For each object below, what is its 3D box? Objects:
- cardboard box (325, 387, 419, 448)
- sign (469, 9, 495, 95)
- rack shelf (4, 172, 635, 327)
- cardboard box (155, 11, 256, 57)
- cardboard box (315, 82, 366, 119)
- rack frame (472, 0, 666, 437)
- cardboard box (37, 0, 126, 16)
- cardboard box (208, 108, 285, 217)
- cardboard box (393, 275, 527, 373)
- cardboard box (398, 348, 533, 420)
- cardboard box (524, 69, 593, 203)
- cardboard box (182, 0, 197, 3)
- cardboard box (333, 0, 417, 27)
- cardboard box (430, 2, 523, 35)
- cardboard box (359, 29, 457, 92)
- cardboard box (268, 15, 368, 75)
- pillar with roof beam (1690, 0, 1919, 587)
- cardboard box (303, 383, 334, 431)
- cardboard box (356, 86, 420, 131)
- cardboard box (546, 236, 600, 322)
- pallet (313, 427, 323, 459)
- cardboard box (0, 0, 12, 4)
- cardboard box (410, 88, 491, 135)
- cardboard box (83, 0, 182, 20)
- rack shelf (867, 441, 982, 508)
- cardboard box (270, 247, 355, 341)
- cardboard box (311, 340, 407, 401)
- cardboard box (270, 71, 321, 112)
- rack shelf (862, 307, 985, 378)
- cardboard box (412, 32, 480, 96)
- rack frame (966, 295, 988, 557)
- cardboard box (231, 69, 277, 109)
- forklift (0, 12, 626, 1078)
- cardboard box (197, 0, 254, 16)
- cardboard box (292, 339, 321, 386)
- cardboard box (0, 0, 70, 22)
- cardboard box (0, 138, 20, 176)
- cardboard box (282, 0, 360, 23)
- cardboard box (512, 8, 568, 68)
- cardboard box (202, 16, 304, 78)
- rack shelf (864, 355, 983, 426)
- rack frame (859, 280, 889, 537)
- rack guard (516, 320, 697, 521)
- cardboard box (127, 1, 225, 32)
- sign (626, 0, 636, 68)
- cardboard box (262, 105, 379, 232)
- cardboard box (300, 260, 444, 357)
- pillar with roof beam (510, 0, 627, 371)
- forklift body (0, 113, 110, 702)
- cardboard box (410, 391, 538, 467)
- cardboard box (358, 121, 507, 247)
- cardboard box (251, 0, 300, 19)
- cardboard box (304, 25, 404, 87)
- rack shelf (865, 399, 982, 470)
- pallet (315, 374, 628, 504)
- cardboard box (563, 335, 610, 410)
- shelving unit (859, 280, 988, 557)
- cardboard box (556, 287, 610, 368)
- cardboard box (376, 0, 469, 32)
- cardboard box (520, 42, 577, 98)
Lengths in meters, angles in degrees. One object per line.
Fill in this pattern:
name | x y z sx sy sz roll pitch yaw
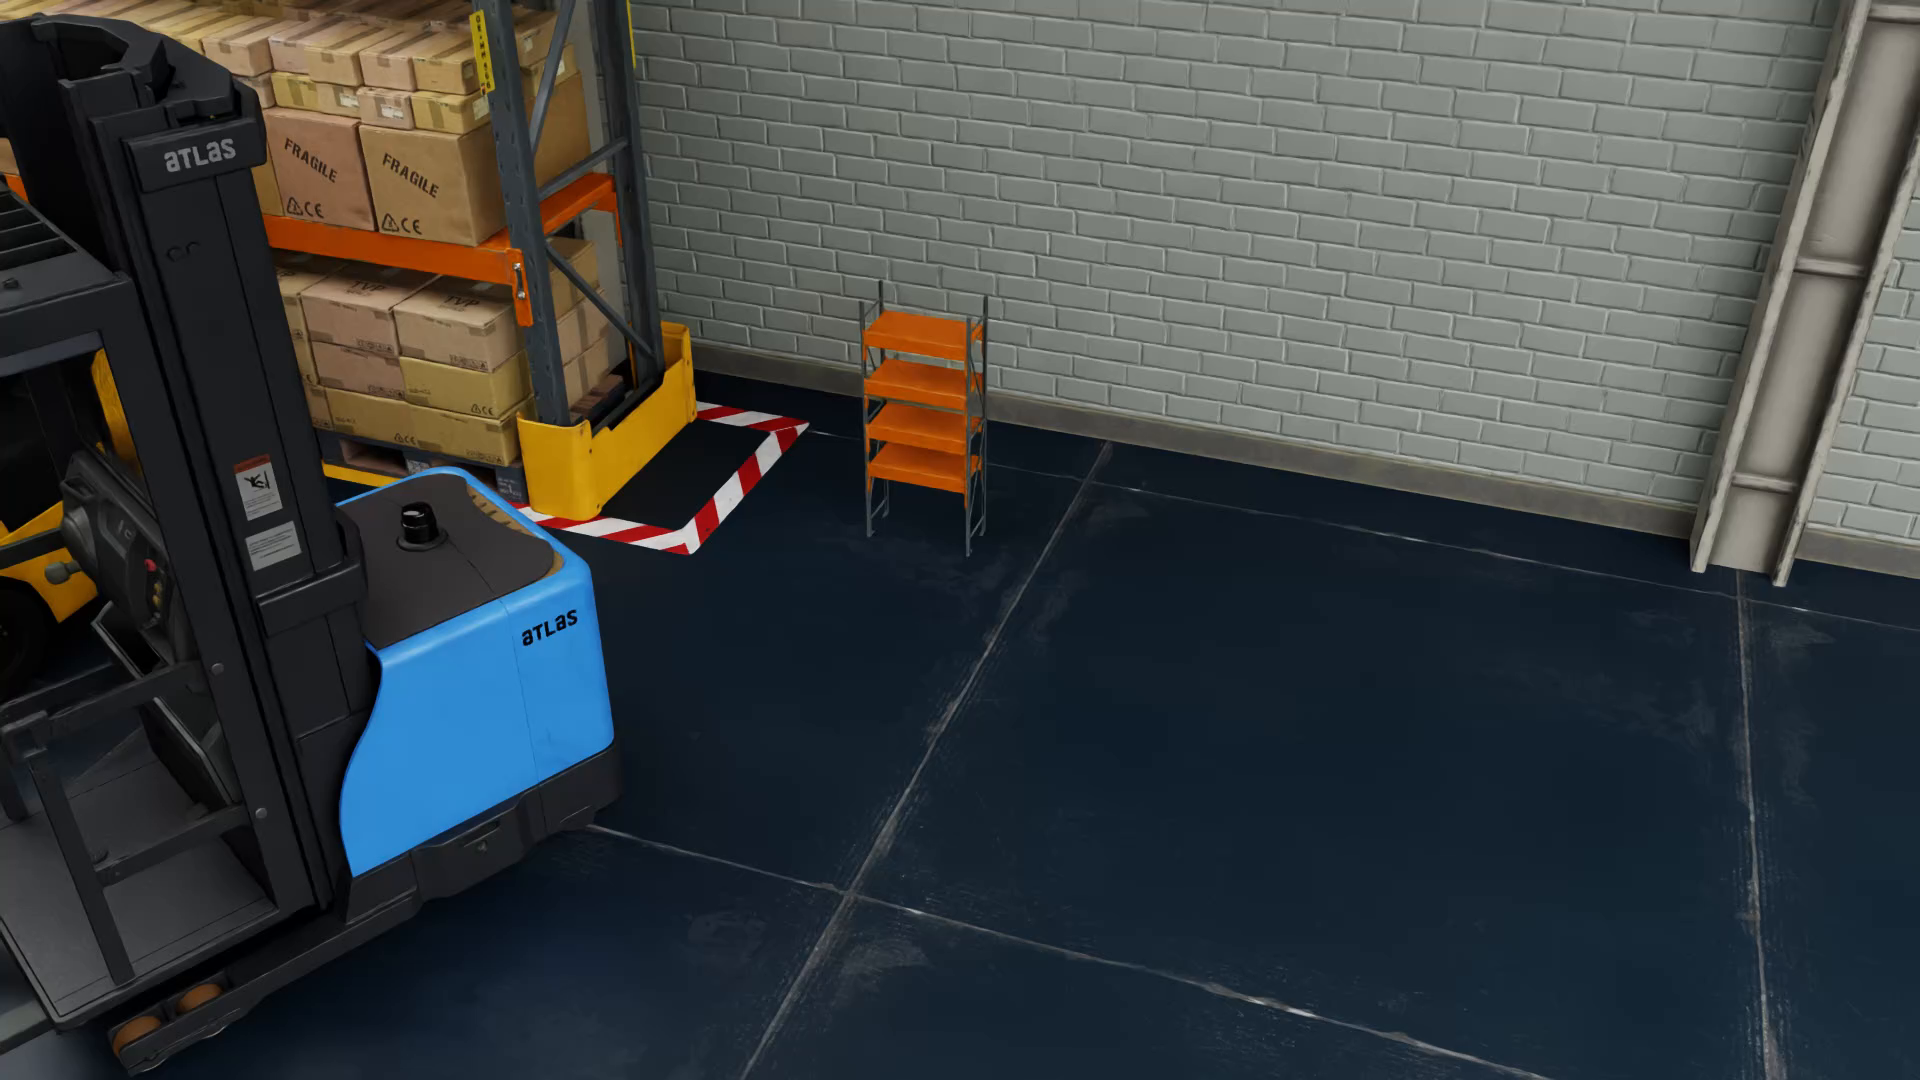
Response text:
cardboard box | -2.761 -0.716 8.241 0.500 0.250 0.500 11 34 16
sign | -1.944 -1.985 6.774 0.005 0.325 0.100 11 34 16
rack shelf | -3.630 -1.738 8.339 4.000 0.370 1.077 11 34 16
cardboard box | -3.391 -2.254 7.511 0.250 0.149 0.380 12 35 17
cardboard box | -2.643 -2.019 7.422 0.250 0.149 0.380 12 35 17
rack frame | -1.747 -1.674 7.577 0.127 3.000 1.000 11 34 16
cardboard box | -4.073 -2.440 7.800 0.250 0.149 0.380 11 34 16
cardboard box | -3.267 -1.865 7.781 0.500 0.500 0.500 10 34 16
cardboard box | -2.286 -1.040 7.822 0.500 0.250 0.500 12 35 18
cardboard box | -2.311 -0.835 7.964 0.500 0.250 0.500 11 34 16
cardboard box | -2.120 -1.948 7.910 0.500 0.500 0.500 12 35 18
cardboard box | -3.688 -2.628 8.091 0.250 0.149 0.380 12 35 18
cardboard box | -2.708 -2.443 7.804 0.250 0.149 0.380 11 35 17
cardboard box | -2.221 -2.365 7.682 0.250 0.149 0.380 12 35 18
cardboard box | -2.398 -2.101 7.274 0.250 0.149 0.380 11 34 17
cardboard box | -2.863 -2.218 7.456 0.250 0.149 0.380 11 35 17
pillar with roof beam | 2.097 -1.486 1.755 0.400 9.000 9.100 11 34 16
cardboard box | -3.229 -0.812 8.390 0.500 0.250 0.500 11 35 17
cardboard box | -2.419 -1.940 7.300 0.250 0.149 0.380 12 35 17
cardboard box | -2.136 -1.300 8.224 0.500 0.250 0.500 10 34 16
pallet | -3.626 -0.845 8.864 1.213 0.211 1.003 11 34 16
cardboard box | -4.585 -2.492 7.880 0.250 0.149 0.380 12 35 18
cardboard box | -2.168 -1.909 7.251 0.250 0.149 0.380 12 35 17
cardboard box | -3.833 -2.404 7.743 0.250 0.149 0.380 11 34 17
rack shelf | -0.156 -0.311 7.616 0.480 0.148 0.258 11 34 16
cardboard box | -3.247 -1.218 8.097 0.500 0.250 0.500 11 35 17
cardboard box | -2.780 -0.932 8.115 0.500 0.250 0.500 11 34 16
cardboard box | -2.872 -2.070 7.501 0.250 0.149 0.380 11 34 16
rack shelf | -0.156 -0.864 7.258 0.480 0.148 0.258 11 34 16
cardboard box | -2.156 -2.071 7.228 0.250 0.149 0.380 11 34 17
rack frame | 0.074 -0.490 7.402 0.015 1.200 0.240 11 34 16
cardboard box | -3.139 -2.095 7.539 0.250 0.149 0.380 10 34 15
forklift | -2.671 0.103 4.889 3.031 2.935 1.130 -27 41 -35
cardboard box | -3.438 -2.582 8.019 0.250 0.149 0.380 11 34 17
cardboard box | -3.273 -1.016 8.245 0.500 0.250 0.500 10 34 15
cardboard box | -4.332 -2.459 7.828 0.250 0.149 0.380 10 34 16
cardboard box | -4.687 -2.147 8.217 0.500 0.500 0.500 12 35 17
cardboard box | -2.964 -2.479 7.859 0.250 0.149 0.380 12 35 18
cardboard box | -1.991 -2.284 7.558 0.250 0.149 0.380 10 34 16
cardboard box | -3.146 -2.209 7.442 0.250 0.149 0.380 12 35 18
rack shelf | -0.156 -0.666 7.387 0.480 0.148 0.258 11 34 16
rack frame | -0.386 -0.579 7.541 0.015 1.200 0.240 11 34 16
rack guard | -1.725 -0.619 8.248 0.348 0.500 1.175 11 34 16
cardboard box | -3.602 -2.349 7.658 0.250 0.149 0.380 12 35 17
sign | -1.555 -2.353 7.758 0.005 0.325 0.100 11 34 16
cardboard box | -2.785 -1.772 7.636 0.500 0.500 0.500 12 35 18
cardboard box | -2.769 -1.131 7.962 0.500 0.250 0.500 12 35 17
pillar with roof beam | -3.551 -2.584 3.456 0.400 9.000 9.100 11 34 16
forklift body | -4.148 -0.733 6.902 1.214 2.155 2.313 11 34 16
cardboard box | -2.296 -0.620 8.092 0.500 0.250 0.500 11 35 17
cardboard box | -2.299 -1.672 7.482 0.500 0.500 0.500 10 34 15
cardboard box | -3.178 -2.577 8.011 0.250 0.149 0.380 10 34 15
cardboard box | -2.654 -2.135 7.326 0.250 0.149 0.380 12 35 18
rack shelf | -0.156 -0.478 7.508 0.480 0.148 0.258 11 34 16
pallet | -2.481 -0.621 8.517 1.213 0.211 1.003 11 34 16
cardboard box | -2.144 -0.885 8.503 0.500 0.250 0.500 11 34 17
shelving unit | -0.156 -0.534 7.471 0.503 1.200 0.258 11 34 16
cardboard box | -2.120 -1.097 8.371 0.500 0.250 0.500 12 35 17
cardboard box | -2.480 -2.390 7.722 0.250 0.149 0.380 12 35 17
cardboard box | -1.979 -2.183 7.675 0.250 0.149 0.380 10 34 15
